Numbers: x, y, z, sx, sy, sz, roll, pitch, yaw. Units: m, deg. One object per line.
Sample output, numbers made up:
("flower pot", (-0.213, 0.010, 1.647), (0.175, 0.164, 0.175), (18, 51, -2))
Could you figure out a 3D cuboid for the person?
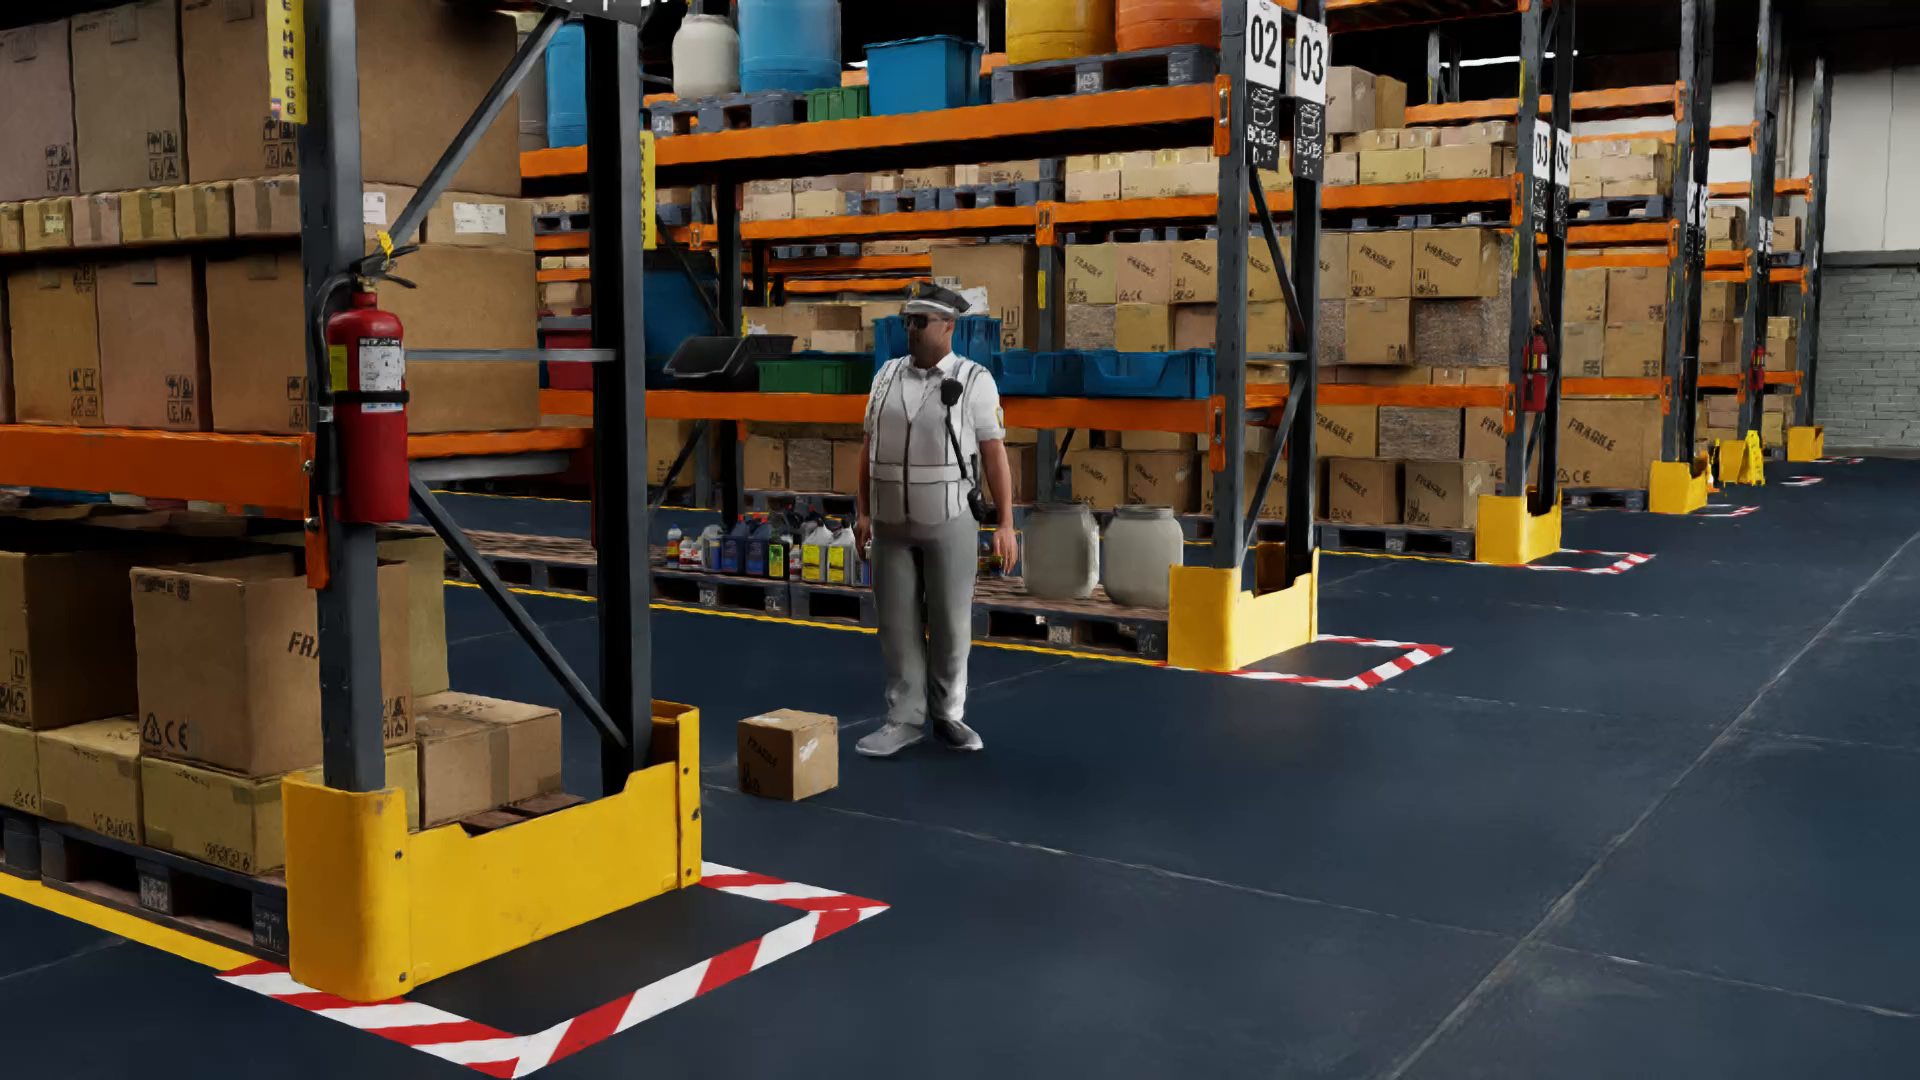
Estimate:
("person", (-0.102, -0.073, 6.244), (0.655, 1.780, 0.403), (2, 7, 19))
